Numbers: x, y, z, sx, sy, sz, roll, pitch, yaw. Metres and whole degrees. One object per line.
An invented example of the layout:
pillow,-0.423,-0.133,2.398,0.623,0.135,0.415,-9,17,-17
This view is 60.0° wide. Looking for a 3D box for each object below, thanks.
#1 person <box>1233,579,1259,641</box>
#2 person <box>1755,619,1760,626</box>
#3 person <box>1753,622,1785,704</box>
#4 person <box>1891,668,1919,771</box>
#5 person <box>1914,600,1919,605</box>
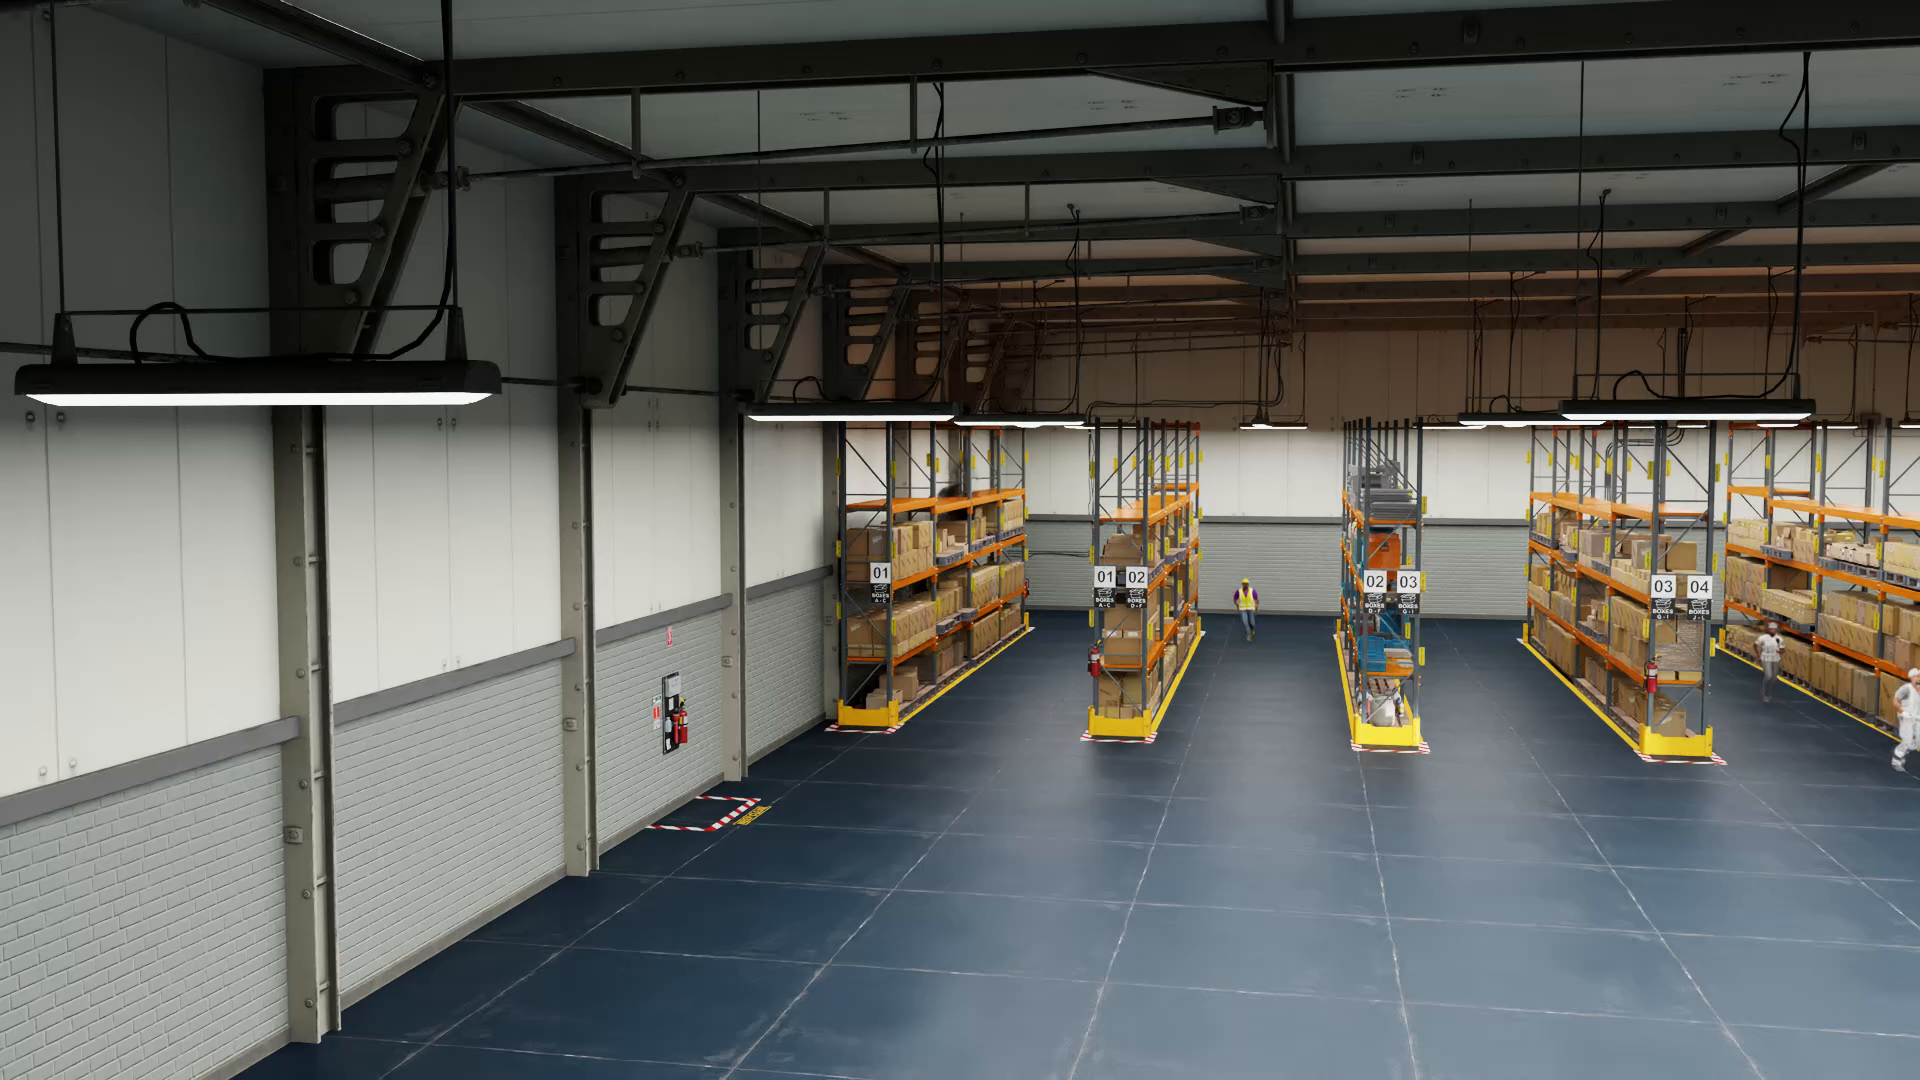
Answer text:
person,7.854,1.911,45.679,0.686,1.706,0.658,1,4,8
person,21.866,1.987,45.127,0.577,1.620,0.567,1,4,8
person,17.150,2.600,35.190,0.542,1.733,0.716,0,4,7
person,16.136,3.040,28.141,0.714,1.728,0.537,-1,4,-14
person,25.610,2.017,44.428,0.546,1.660,0.704,1,4,14
